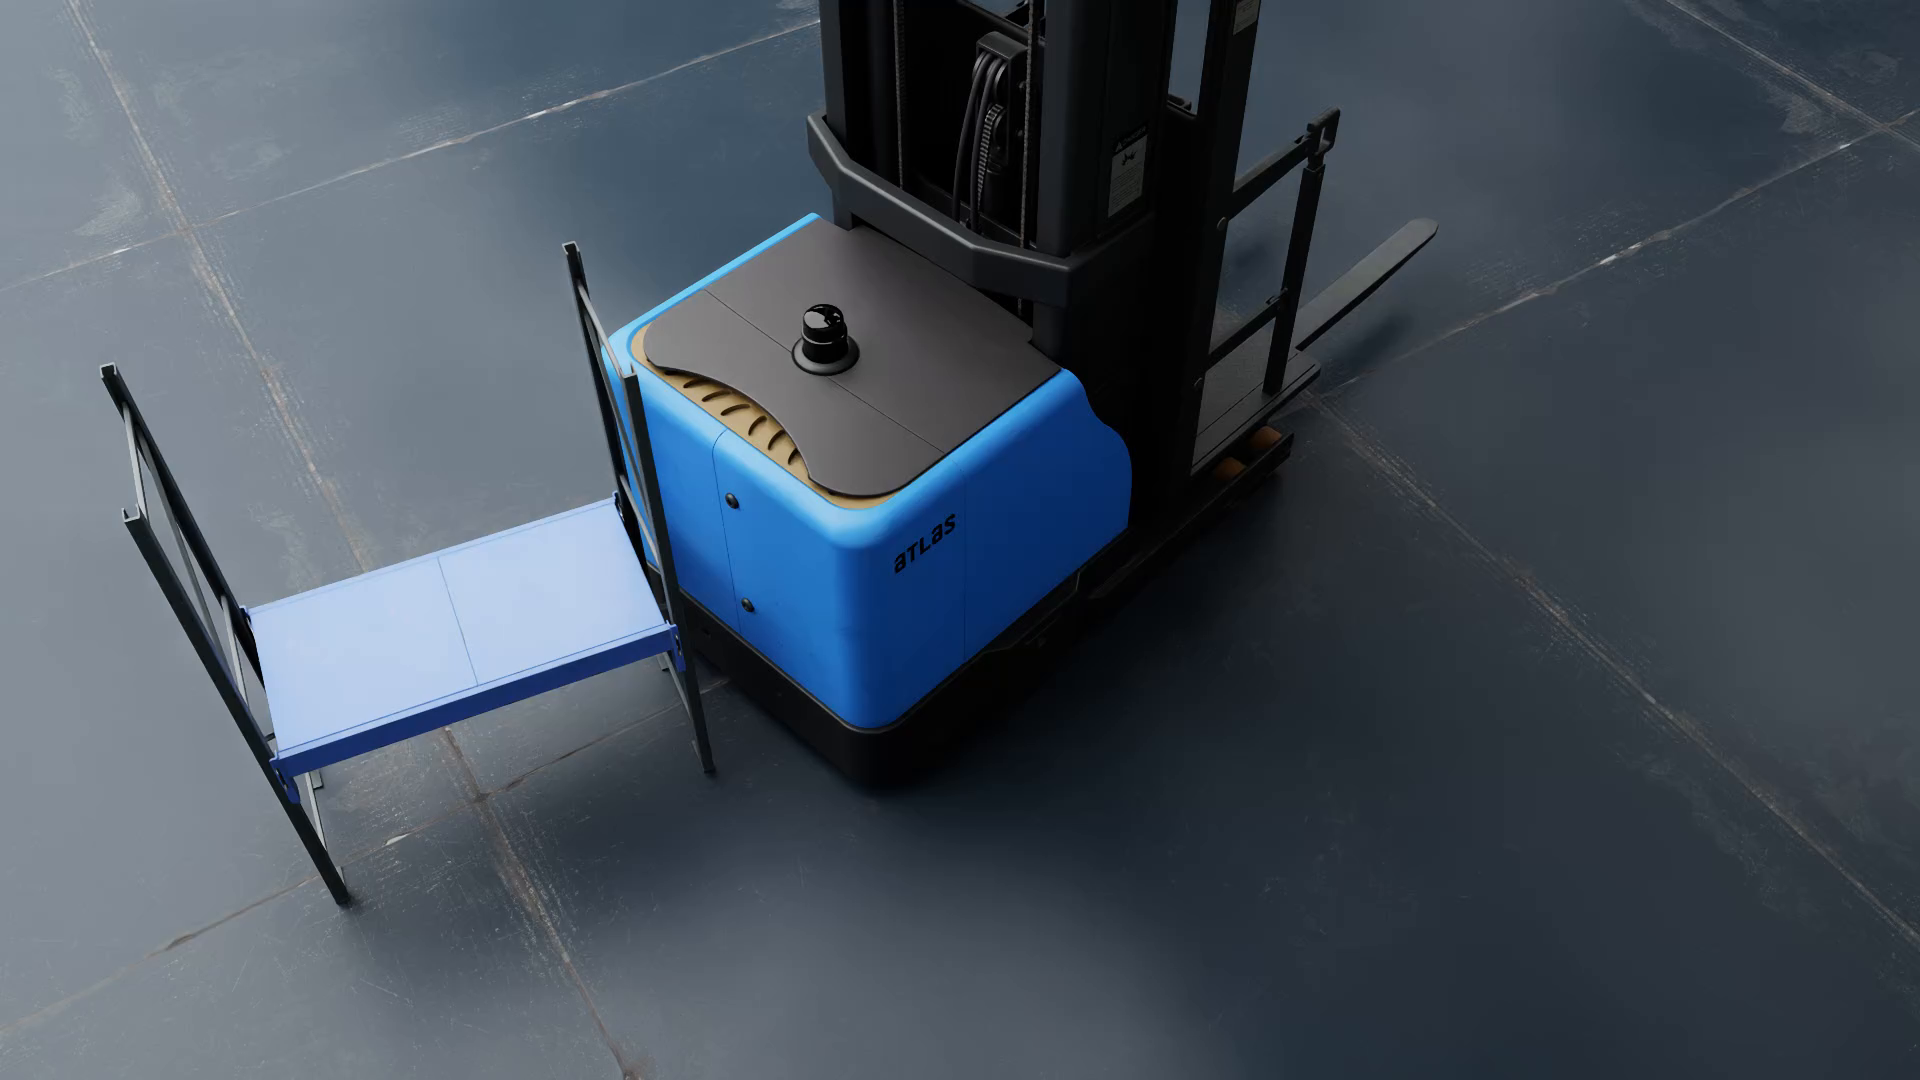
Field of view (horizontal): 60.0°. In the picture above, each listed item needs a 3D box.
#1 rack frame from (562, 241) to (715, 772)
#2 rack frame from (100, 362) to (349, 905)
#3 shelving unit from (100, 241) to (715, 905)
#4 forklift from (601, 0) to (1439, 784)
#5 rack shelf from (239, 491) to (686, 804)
[{"bbox_3d":[-0.806,-0.021,4.265,0.032,1.500,0.500,-19,51,-16],"label":"rack frame"},{"bbox_3d":[-1.734,0.290,3.988,0.032,1.500,0.500,-19,51,-16],"label":"rack frame"},{"bbox_3d":[-1.270,0.134,4.126,1.048,1.500,0.538,-19,51,-16],"label":"shelving unit"},{"bbox_3d":[0.433,-1.314,4.457,1.130,2.935,3.031,35,57,27],"label":"forklift"},{"bbox_3d":[-1.270,0.254,4.261,1.000,0.185,0.538,-19,51,-16],"label":"rack shelf"}]
